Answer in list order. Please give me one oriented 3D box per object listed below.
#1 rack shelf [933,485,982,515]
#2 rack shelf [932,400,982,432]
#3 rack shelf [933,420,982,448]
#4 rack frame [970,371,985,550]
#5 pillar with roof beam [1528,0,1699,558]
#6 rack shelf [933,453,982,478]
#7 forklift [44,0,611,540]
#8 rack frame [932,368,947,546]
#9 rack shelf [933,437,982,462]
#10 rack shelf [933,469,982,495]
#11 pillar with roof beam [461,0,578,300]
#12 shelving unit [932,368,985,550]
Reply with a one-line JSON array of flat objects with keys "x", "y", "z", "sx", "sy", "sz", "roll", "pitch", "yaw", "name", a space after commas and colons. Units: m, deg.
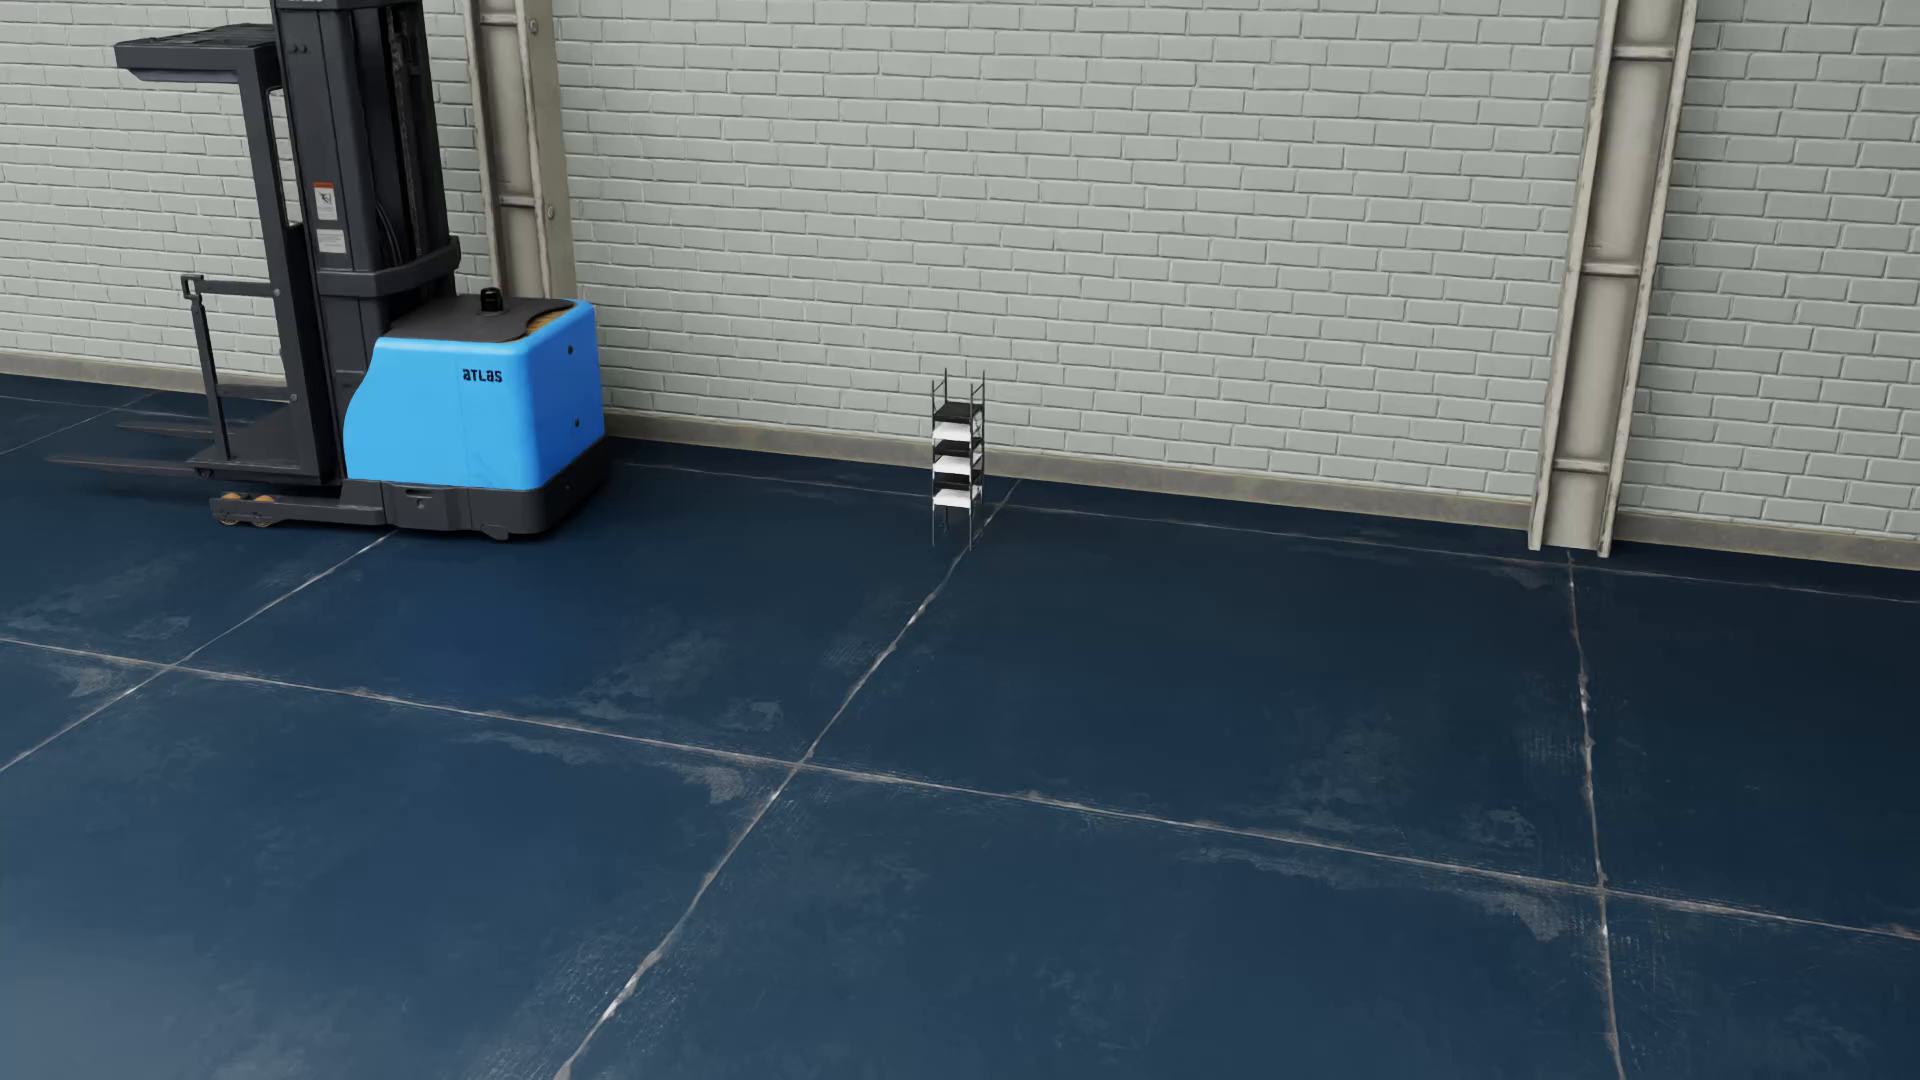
[{"x": -0.008, "y": -0.220, "z": 8.682, "sx": 0.200, "sy": 0.077, "sz": 0.258, "roll": 7, "pitch": 23, "yaw": 16, "name": "rack shelf"}, {"x": -0.008, "y": -0.636, "z": 8.512, "sx": 0.200, "sy": 0.077, "sz": 0.258, "roll": 7, "pitch": 23, "yaw": 16, "name": "rack shelf"}, {"x": -0.008, "y": -0.553, "z": 8.546, "sx": 0.200, "sy": 0.077, "sz": 0.258, "roll": 7, "pitch": 23, "yaw": 16, "name": "rack shelf"}, {"x": 0.090, "y": -0.406, "z": 8.574, "sx": 0.006, "sy": 0.900, "sz": 0.240, "roll": 7, "pitch": 23, "yaw": 16, "name": "rack frame"}, {"x": 1.950, "y": -2.585, "z": 3.214, "sx": 0.400, "sy": 9.000, "sz": 9.100, "roll": 7, "pitch": 23, "yaw": 16, "name": "pillar with roof beam"}, {"x": -0.008, "y": -0.386, "z": 8.614, "sx": 0.200, "sy": 0.077, "sz": 0.258, "roll": 7, "pitch": 23, "yaw": 16, "name": "rack shelf"}, {"x": -3.565, "y": -1.616, "z": 8.847, "sx": 3.031, "sy": 2.935, "sz": 1.130, "roll": 4, "pitch": 23, "yaw": 10, "name": "forklift"}, {"x": -0.105, "y": -0.428, "z": 8.629, "sx": 0.006, "sy": 0.900, "sz": 0.240, "roll": 7, "pitch": 23, "yaw": 16, "name": "rack frame"}, {"x": -0.008, "y": -0.470, "z": 8.580, "sx": 0.200, "sy": 0.077, "sz": 0.258, "roll": 7, "pitch": 23, "yaw": 16, "name": "rack shelf"}, {"x": -0.008, "y": -0.303, "z": 8.648, "sx": 0.200, "sy": 0.077, "sz": 0.258, "roll": 7, "pitch": 23, "yaw": 16, "name": "rack shelf"}, {"x": -3.795, "y": -3.243, "z": 4.818, "sx": 0.400, "sy": 9.000, "sz": 9.100, "roll": 7, "pitch": 23, "yaw": 16, "name": "pillar with roof beam"}, {"x": -0.008, "y": -0.417, "z": 8.601, "sx": 0.210, "sy": 0.900, "sz": 0.258, "roll": 7, "pitch": 23, "yaw": 16, "name": "shelving unit"}]
